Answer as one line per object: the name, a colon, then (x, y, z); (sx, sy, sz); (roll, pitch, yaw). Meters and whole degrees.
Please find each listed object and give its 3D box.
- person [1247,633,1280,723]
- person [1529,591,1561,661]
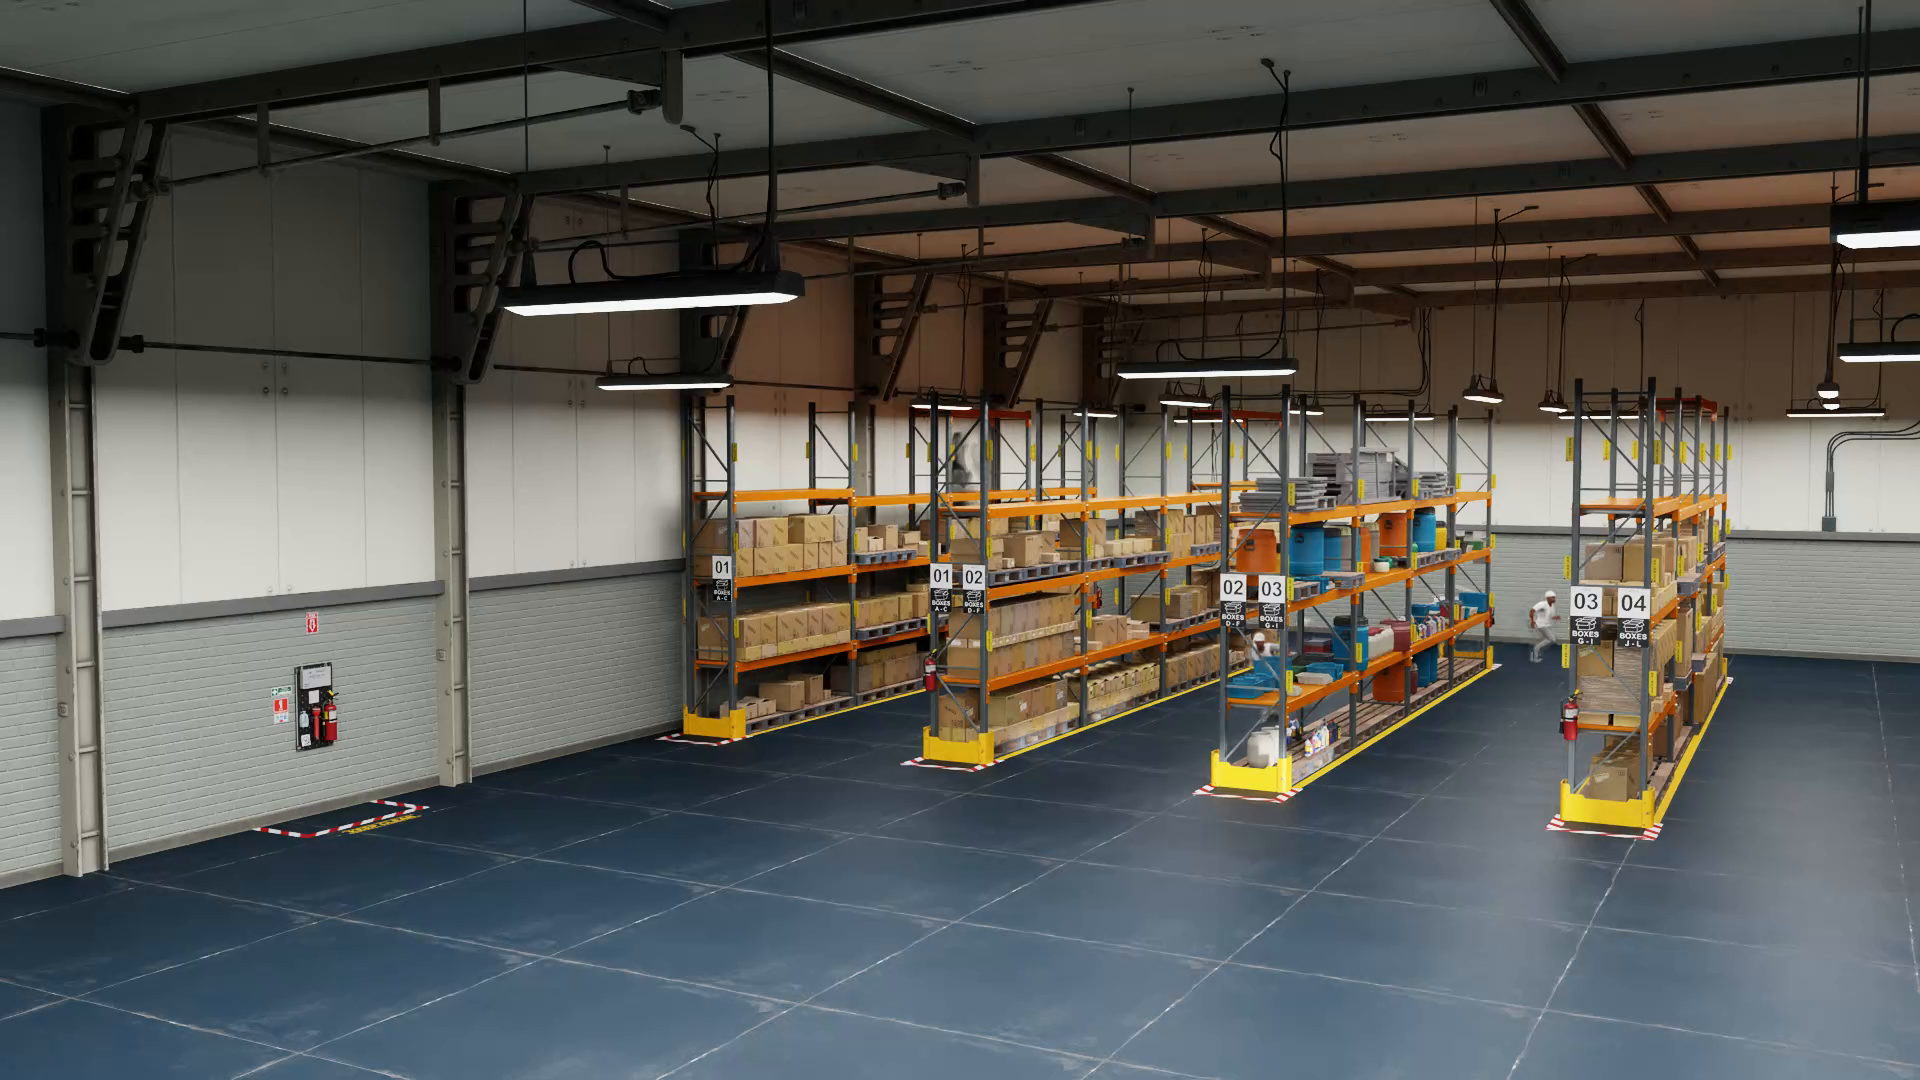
person: (5.708, 2.564, 30.940); (0.727, 1.723, 0.878); (2, 4, 37)
person: (13.927, 2.053, 39.531); (0.736, 1.680, 0.655); (2, 4, 38)
